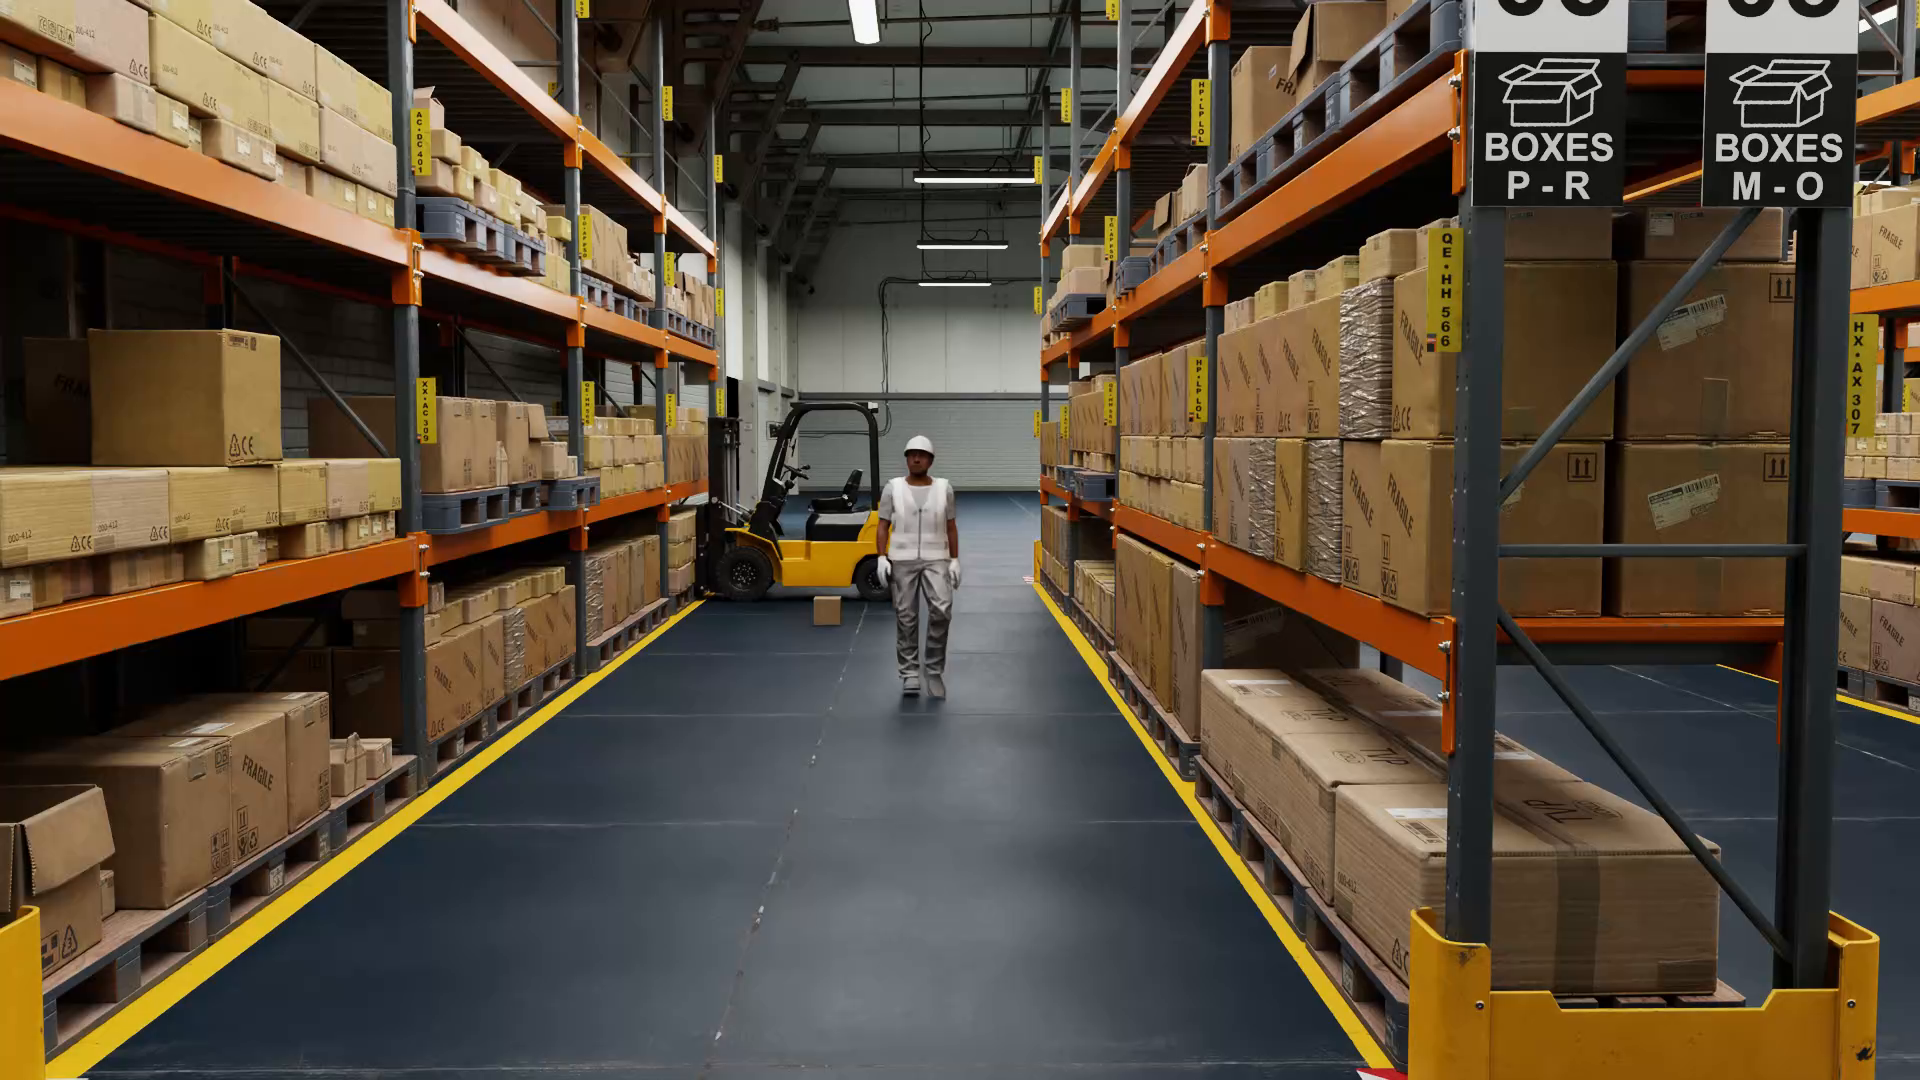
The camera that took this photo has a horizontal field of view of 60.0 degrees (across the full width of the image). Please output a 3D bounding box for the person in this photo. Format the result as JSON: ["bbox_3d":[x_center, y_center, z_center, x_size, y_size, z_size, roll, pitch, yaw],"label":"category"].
[{"bbox_3d":[-0.281,0.193,11.510,0.598,1.827,0.485,0,4,-3],"label":"person"}]
